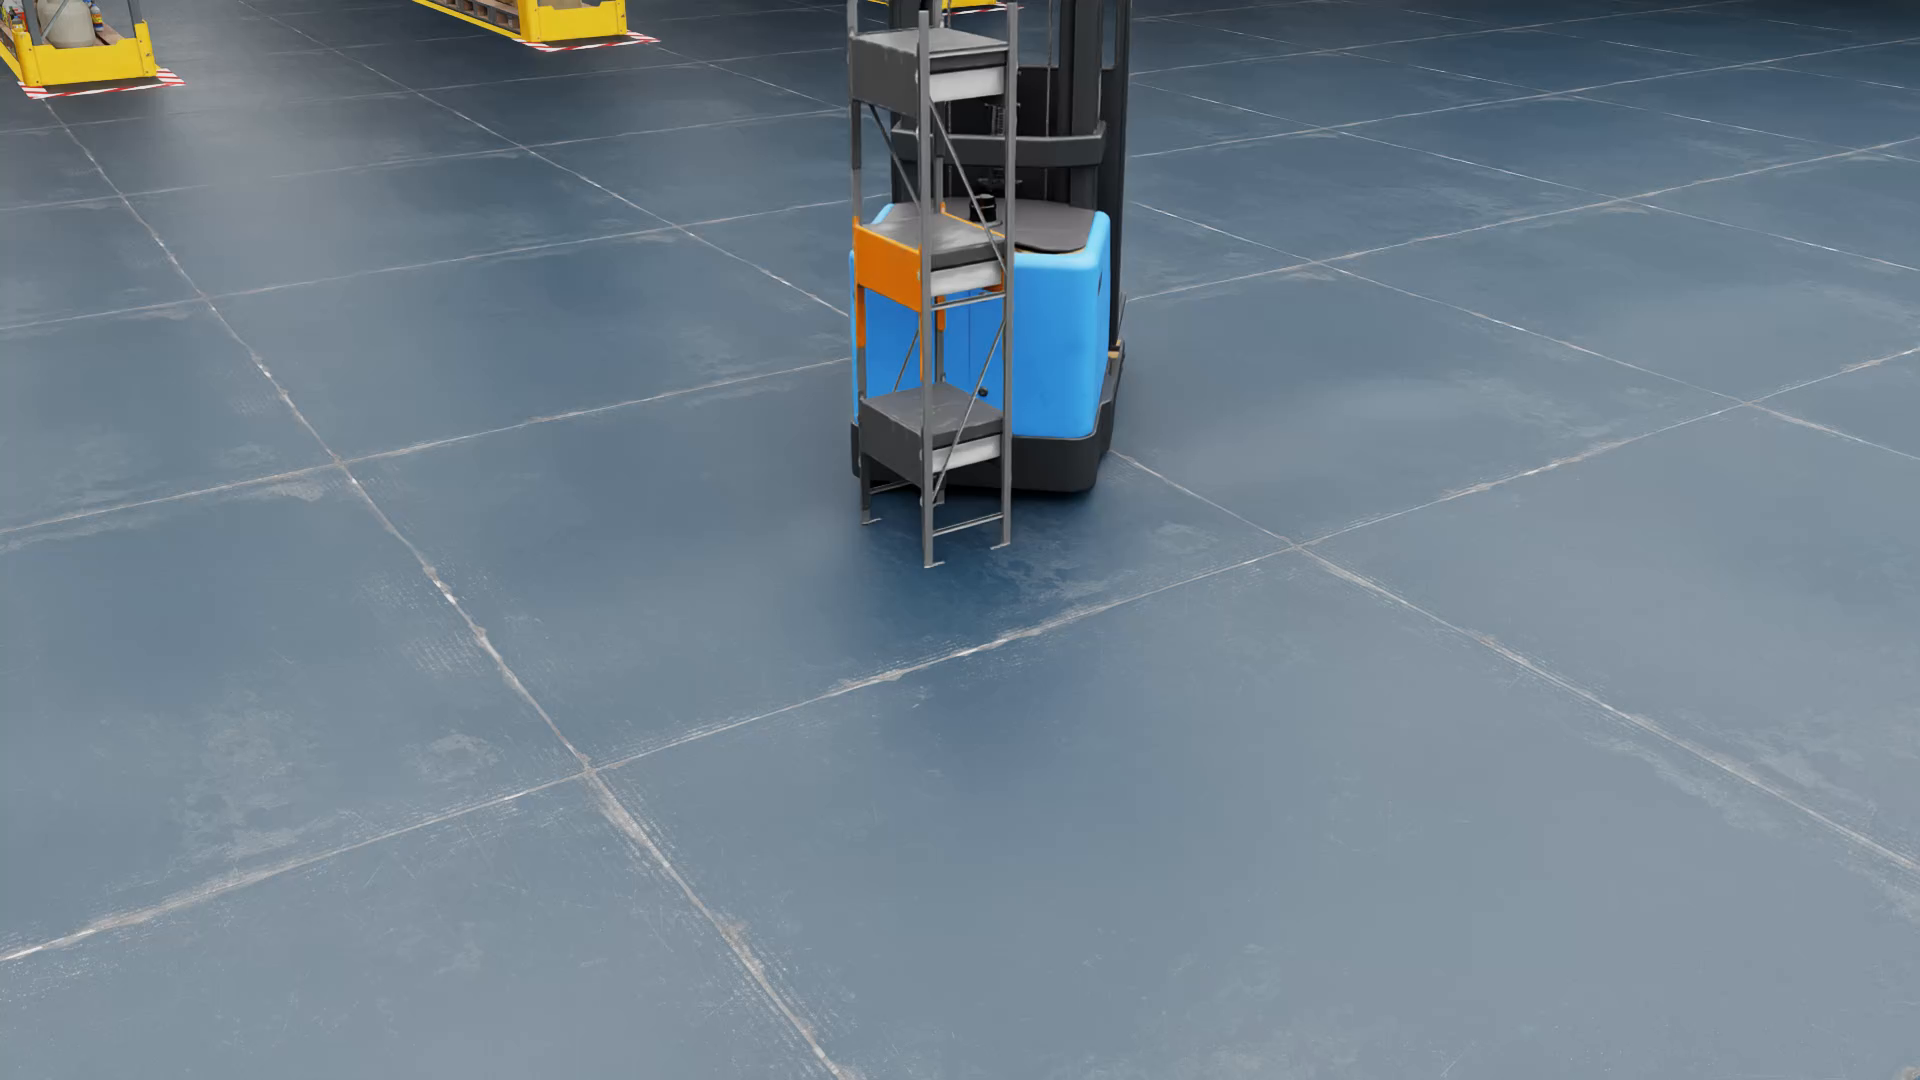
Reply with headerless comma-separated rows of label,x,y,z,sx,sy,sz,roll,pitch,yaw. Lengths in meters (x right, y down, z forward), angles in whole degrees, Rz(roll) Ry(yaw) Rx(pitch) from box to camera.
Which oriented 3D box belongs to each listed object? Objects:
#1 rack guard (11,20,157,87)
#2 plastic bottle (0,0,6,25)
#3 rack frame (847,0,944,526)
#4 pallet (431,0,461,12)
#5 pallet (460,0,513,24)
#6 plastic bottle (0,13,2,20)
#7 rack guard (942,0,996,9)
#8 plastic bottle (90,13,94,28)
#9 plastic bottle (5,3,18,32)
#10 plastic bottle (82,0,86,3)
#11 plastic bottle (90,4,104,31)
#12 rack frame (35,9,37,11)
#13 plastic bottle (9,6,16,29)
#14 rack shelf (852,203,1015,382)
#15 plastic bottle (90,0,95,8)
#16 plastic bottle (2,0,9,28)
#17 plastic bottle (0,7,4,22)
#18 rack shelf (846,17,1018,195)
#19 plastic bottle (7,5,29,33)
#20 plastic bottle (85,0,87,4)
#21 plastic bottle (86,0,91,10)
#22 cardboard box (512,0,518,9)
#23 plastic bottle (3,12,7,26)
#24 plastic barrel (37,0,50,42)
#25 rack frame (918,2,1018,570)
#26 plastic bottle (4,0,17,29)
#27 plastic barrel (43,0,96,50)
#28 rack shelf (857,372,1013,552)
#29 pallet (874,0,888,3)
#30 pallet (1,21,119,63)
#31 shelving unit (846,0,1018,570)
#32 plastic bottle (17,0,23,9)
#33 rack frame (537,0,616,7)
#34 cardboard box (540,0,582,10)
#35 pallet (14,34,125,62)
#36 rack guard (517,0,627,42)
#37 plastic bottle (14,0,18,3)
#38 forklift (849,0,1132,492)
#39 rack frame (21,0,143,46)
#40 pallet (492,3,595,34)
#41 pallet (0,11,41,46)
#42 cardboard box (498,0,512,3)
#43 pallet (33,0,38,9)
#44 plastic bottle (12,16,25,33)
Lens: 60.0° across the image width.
rack guard,-8.553,-4.768,16.265,1.175,0.500,0.348,-16,29,-30
plastic bottle,-10.404,-5.762,18.109,0.061,0.283,0.133,-14,29,-27
rack frame,-0.237,-1.055,6.524,0.400,2.100,0.015,-16,29,-30
pallet,-6.110,-6.975,21.277,1.003,0.211,1.213,-16,29,-30
pallet,-5.439,-6.538,20.352,1.003,0.211,1.213,-16,29,-30
plastic bottle,-10.563,-5.929,18.383,0.144,0.351,0.185,-15,29,-28
rack guard,-0.098,-7.018,21.030,1.175,0.500,0.348,-16,29,-30
plastic bottle,-9.257,-5.574,17.807,0.097,0.201,0.097,0,25,0
plastic bottle,-10.032,-5.551,17.670,0.152,0.276,0.135,-16,30,-31
plastic bottle,-9.553,-5.800,18.202,0.097,0.271,0.097,0,25,0
plastic bottle,-9.201,-5.569,17.713,0.097,0.271,0.097,0,25,0
rack frame,-10.656,-7.313,18.728,1.000,3.000,0.127,-16,29,-30
plastic bottle,-9.921,-5.445,17.438,0.061,0.283,0.133,-15,29,-28
rack shelf,-0.104,-0.955,6.346,0.431,0.518,0.480,-16,29,-30
plastic bottle,-9.309,-5.660,17.891,0.061,0.283,0.133,-15,29,-29
plastic bottle,-10.228,-5.709,17.918,0.144,0.351,0.185,-16,30,-30
plastic bottle,-10.460,-5.861,18.240,0.144,0.351,0.185,-17,30,-32
rack shelf,-0.104,-1.588,6.047,0.431,0.518,0.480,-16,29,-30
plastic bottle,-9.957,-5.501,17.564,0.152,0.276,0.135,-15,29,-29
plastic bottle,-9.442,-5.727,18.049,0.097,0.271,0.097,0,25,0
plastic bottle,-9.388,-5.691,17.973,0.097,0.271,0.097,0,25,0
cardboard box,-5.004,-6.529,19.504,0.500,0.500,0.500,-8,26,-16
plastic bottle,-10.325,-5.687,18.046,0.097,0.201,0.097,0,25,0
plastic barrel,-9.169,-5.344,16.980,0.421,0.512,0.421,0,25,0
rack frame,0.030,-0.880,6.155,0.400,2.100,0.015,-16,29,-30
plastic bottle,-10.126,-5.643,17.777,0.144,0.351,0.185,-14,29,-27
plastic barrel,-8.895,-5.165,16.600,0.421,0.512,0.421,0,25,0
rack shelf,-0.104,-0.322,6.644,0.431,0.518,0.480,-16,29,-30
pallet,-0.613,-7.163,21.677,1.003,0.211,1.213,-16,29,-30
pallet,-9.654,-5.366,17.869,1.003,0.211,1.213,-16,29,-30
shelving unit,-0.104,-0.967,6.340,0.431,2.100,0.503,-16,29,-30
plastic bottle,-10.117,-5.719,18.026,0.152,0.276,0.135,-16,29,-30
rack frame,-4.322,-7.037,18.142,1.000,3.000,0.127,-16,29,-30
cardboard box,-4.649,-6.324,19.068,0.500,0.500,0.500,-10,27,-20
pallet,-8.992,-4.930,16.945,1.003,0.211,1.213,-16,29,-30
rack guard,-4.364,-5.934,18.734,1.175,0.500,0.348,-16,29,-30
plastic bottle,-10.382,-5.869,18.350,0.097,0.271,0.097,0,25,0
forklift,0.258,-2.128,7.824,1.130,2.935,3.031,4,26,8
rack frame,-8.472,-5.883,15.697,1.000,3.000,0.127,-16,29,-30
pallet,-4.778,-6.102,19.428,1.003,0.211,1.213,-16,29,-30
pallet,-10.324,-5.802,18.794,1.003,0.211,1.213,-16,29,-30
cardboard box,-5.330,-6.758,19.988,0.500,0.500,0.500,-13,28,-25
pallet,-11.117,-6.324,19.899,1.003,0.211,1.213,-16,29,-30
plastic bottle,-9.842,-5.371,17.376,0.097,0.201,0.097,0,25,0
